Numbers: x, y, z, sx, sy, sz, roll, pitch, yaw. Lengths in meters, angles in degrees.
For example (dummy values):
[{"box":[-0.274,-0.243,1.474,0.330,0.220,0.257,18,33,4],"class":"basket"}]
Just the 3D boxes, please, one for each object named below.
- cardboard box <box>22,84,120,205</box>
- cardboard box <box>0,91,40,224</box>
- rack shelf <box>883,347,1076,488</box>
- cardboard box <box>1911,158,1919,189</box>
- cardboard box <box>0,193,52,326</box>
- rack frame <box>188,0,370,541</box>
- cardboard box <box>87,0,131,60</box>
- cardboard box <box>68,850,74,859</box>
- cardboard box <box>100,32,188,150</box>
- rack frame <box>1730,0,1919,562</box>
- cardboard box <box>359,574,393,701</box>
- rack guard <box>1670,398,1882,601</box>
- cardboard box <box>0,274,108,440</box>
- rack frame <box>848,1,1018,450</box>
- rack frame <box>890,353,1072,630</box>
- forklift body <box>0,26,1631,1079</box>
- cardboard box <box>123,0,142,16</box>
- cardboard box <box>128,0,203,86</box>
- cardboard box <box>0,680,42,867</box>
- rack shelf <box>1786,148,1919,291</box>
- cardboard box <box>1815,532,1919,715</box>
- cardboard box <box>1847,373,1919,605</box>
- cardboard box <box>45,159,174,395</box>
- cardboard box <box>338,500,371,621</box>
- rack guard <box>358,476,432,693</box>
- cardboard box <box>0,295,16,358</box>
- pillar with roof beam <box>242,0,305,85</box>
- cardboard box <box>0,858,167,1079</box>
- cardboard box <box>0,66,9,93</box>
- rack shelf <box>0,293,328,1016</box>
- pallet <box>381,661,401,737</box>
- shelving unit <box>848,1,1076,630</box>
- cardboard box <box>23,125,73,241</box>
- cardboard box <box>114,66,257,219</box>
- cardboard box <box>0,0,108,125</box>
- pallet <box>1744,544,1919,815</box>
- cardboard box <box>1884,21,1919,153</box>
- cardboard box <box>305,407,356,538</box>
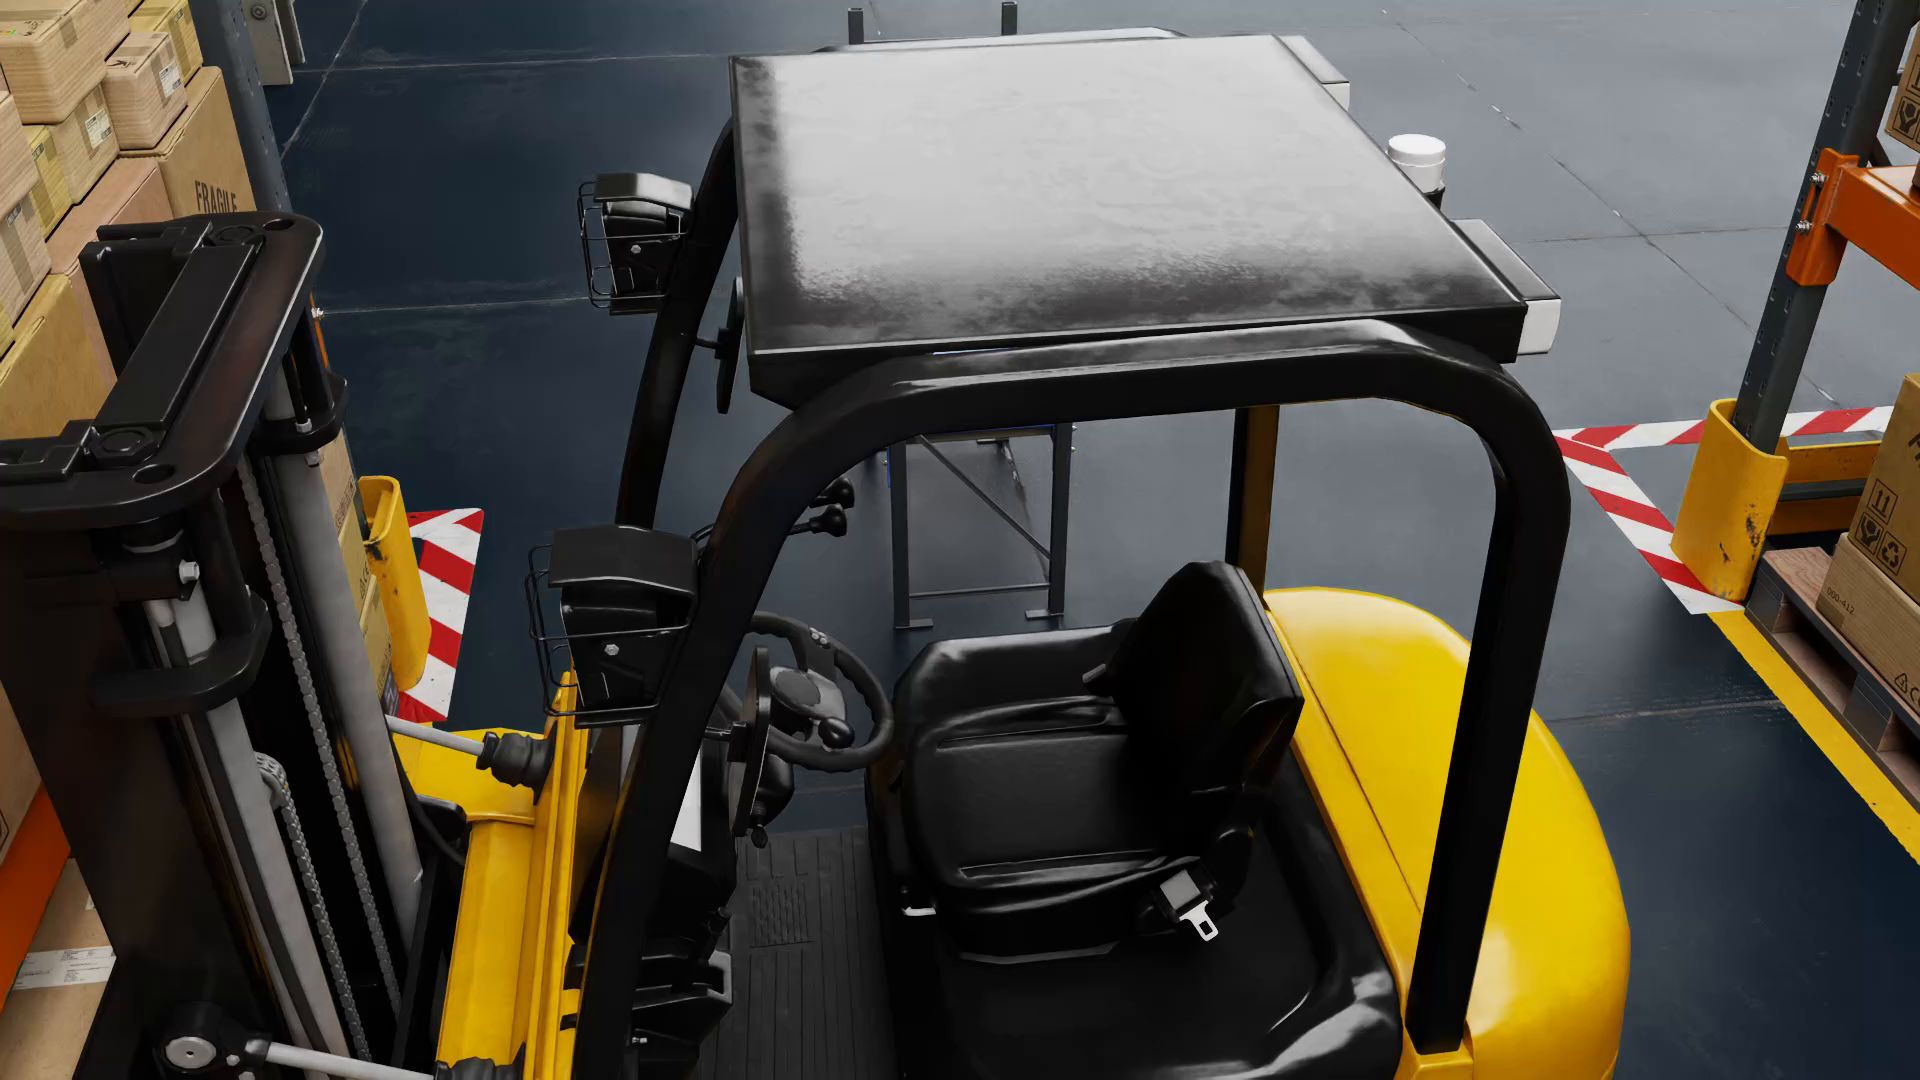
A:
[{"box":[-1.744,-0.703,2.954,0.380,0.149,0.250,-4,34,-5],"class":"cardboard box"},{"box":[-1.618,-0.544,2.455,0.380,0.149,0.250,-4,34,-5],"class":"cardboard box"},{"box":[-0.011,-0.519,4.999,0.538,0.185,1.000,-4,35,-6],"class":"rack shelf"},{"box":[2.653,-0.925,4.167,0.380,0.149,0.250,-4,35,-6],"class":"cardboard box"},{"box":[-1.639,-0.419,2.536,0.380,0.149,0.250,-5,35,-8],"class":"cardboard box"},{"box":[-2.106,-0.856,3.842,1.000,3.000,0.127,-4,35,-6],"class":"rack frame"},{"box":[-1.785,-0.969,3.079,0.380,0.149,0.250,-4,35,-6],"class":"cardboard box"},{"box":[-1.583,0.492,3.045,0.500,0.250,0.500,-4,34,-6],"class":"cardboard box"},{"box":[-1.718,-0.853,3.173,0.380,0.149,0.250,-4,34,-6],"class":"cardboard box"},{"box":[2.812,-1.234,4.397,1.000,3.000,0.127,-4,35,-6],"class":"rack frame"},{"box":[-1.730,0.345,4.149,0.500,0.250,0.500,-4,34,-6],"class":"cardboard box"},{"box":[2.822,-0.159,5.039,1.175,0.500,0.348,-4,35,-6],"class":"rack guard"},{"box":[-1.650,-0.066,2.595,0.500,0.500,0.500,-5,35,-7],"class":"cardboard box"},{"box":[-0.080,-0.951,5.314,0.500,1.500,0.032,-4,35,-6],"class":"rack frame"},{"box":[0.057,-0.384,4.481,0.500,1.500,0.032,-4,35,-6],"class":"rack frame"},{"box":[-0.043,0.415,2.731,2.313,2.155,1.214,-4,35,-6],"class":"forklift body"},{"box":[-1.849,-1.104,3.278,0.380,0.149,0.250,-4,35,-6],"class":"cardboard box"},{"box":[-1.782,-0.993,3.379,0.380,0.149,0.250,-4,34,-6],"class":"cardboard box"},{"box":[-1.571,0.213,2.185,0.500,0.500,0.500,-4,34,-6],"class":"cardboard box"},{"box":[3.081,0.179,2.962,1.077,0.370,4.000,-4,35,-6],"class":"rack shelf"},{"box":[2.646,0.200,4.362,0.500,0.250,0.500,-5,35,-7],"class":"cardboard box"},{"box":[2.650,-0.097,4.131,0.500,0.500,0.500,-5,35,-8],"class":"cardboard box"},{"box":[-1.719,-0.352,3.015,0.500,0.500,0.500,-3,34,-5],"class":"cardboard box"},{"box":[-1.731,0.148,3.994,0.500,0.250,0.500,-5,35,-7],"class":"cardboard box"},{"box":[-2.109,0.164,4.566,1.175,0.500,0.348,-4,35,-6],"class":"rack guard"},{"box":[-1.585,-0.279,2.331,0.380,0.149,0.250,-4,34,-6],"class":"cardboard box"},{"box":[0.553,-6.552,6.874,9.100,9.000,0.400,-4,35,-6],"class":"pillar with roof beam"},{"box":[-1.522,0.776,2.629,0.500,0.250,0.500,-5,35,-7],"class":"cardboard box"},{"box":[-1.763,-0.681,2.656,0.380,0.149,0.250,-4,34,-6],"class":"cardboard box"},{"box":[-1.837,0.557,2.407,1.077,0.370,4.000,-4,35,-6],"class":"rack shelf"},{"box":[-1.962,0.720,4.006,1.003,0.211,1.213,-4,35,-6],"class":"pallet"},{"box":[-0.011,-0.667,4.897,0.538,1.500,1.048,-4,35,-6],"class":"shelving unit"},{"box":[-1.722,-0.564,2.749,0.380,0.149,0.250,-5,35,-7],"class":"cardboard box"},{"box":[-1.780,-0.643,3.440,0.500,0.500,0.500,-5,35,-7],"class":"cardboard box"},{"box":[-1.723,-0.825,2.868,0.380,0.149,0.250,-4,34,-5],"class":"cardboard box"},{"box":[2.896,0.417,4.451,1.003,0.211,1.213,-4,35,-6],"class":"pallet"},{"box":[2.601,-1.113,3.866,0.500,0.500,0.500,-5,35,-7],"class":"cardboard box"},{"box":[-1.735,-0.073,3.874,0.500,0.250,0.500,-3,34,-5],"class":"cardboard box"}]
